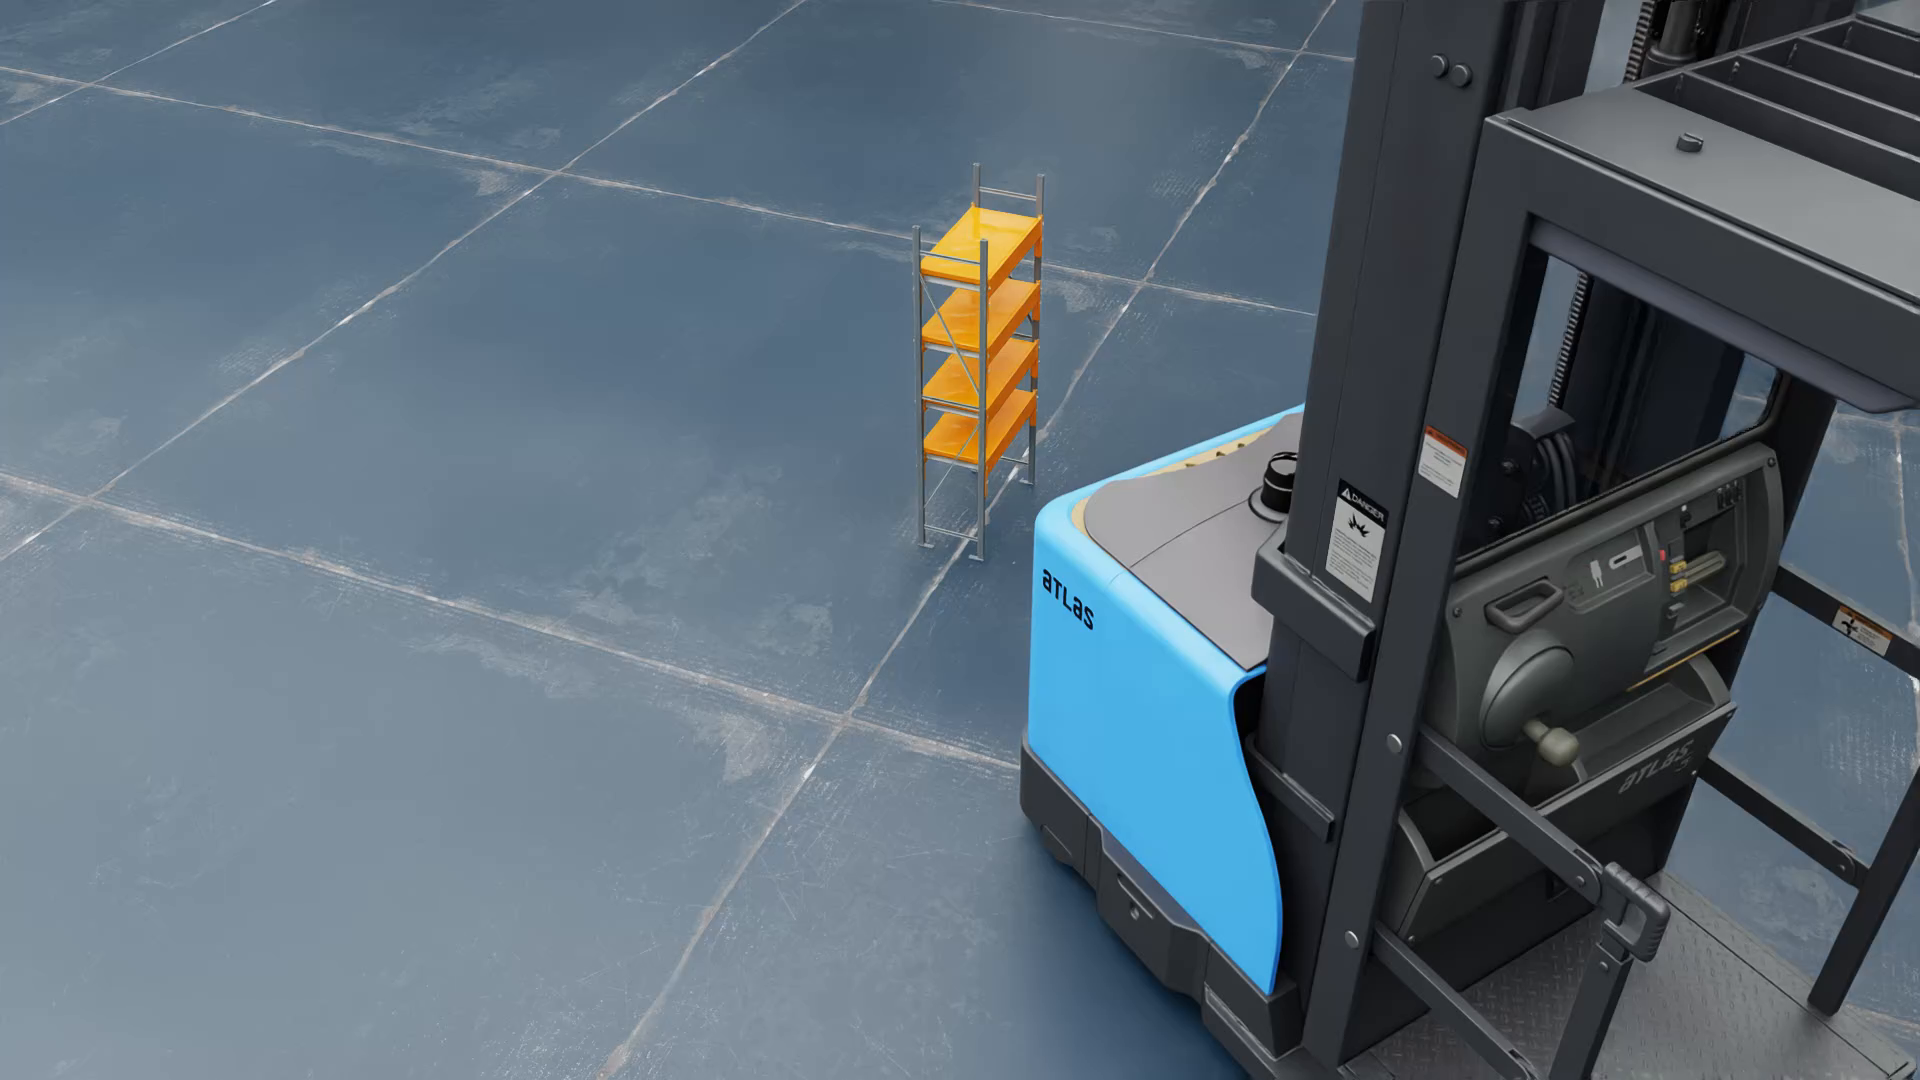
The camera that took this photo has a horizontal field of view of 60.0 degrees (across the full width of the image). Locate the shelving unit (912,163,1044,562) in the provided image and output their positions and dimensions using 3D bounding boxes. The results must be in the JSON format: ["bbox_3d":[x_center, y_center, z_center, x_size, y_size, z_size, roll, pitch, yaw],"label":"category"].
[{"bbox_3d":[0.063,-0.572,5.513,0.258,1.200,0.503,14,39,18],"label":"shelving unit"}]

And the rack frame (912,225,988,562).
[{"bbox_3d":[-0.030,-0.437,5.333,0.240,1.200,0.015,14,39,18],"label":"rack frame"}]

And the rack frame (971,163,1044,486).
[{"bbox_3d":[0.156,-0.707,5.694,0.240,1.200,0.015,14,39,18],"label":"rack frame"}]

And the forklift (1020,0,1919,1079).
[{"bbox_3d":[1.383,0.189,3.049,1.130,2.935,3.031,-21,42,-26],"label":"forklift"}]

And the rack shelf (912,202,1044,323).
[{"bbox_3d":[0.063,-0.887,5.278,0.258,0.148,0.480,14,39,18],"label":"rack shelf"}]

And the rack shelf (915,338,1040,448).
[{"bbox_3d":[0.063,-0.518,5.554,0.258,0.148,0.480,14,39,18],"label":"rack shelf"}]

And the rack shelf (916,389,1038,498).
[{"bbox_3d":[0.063,-0.359,5.673,0.258,0.148,0.480,14,39,18],"label":"rack shelf"}]

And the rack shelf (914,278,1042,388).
[{"bbox_3d":[0.063,-0.698,5.420,0.258,0.148,0.480,14,39,18],"label":"rack shelf"}]
